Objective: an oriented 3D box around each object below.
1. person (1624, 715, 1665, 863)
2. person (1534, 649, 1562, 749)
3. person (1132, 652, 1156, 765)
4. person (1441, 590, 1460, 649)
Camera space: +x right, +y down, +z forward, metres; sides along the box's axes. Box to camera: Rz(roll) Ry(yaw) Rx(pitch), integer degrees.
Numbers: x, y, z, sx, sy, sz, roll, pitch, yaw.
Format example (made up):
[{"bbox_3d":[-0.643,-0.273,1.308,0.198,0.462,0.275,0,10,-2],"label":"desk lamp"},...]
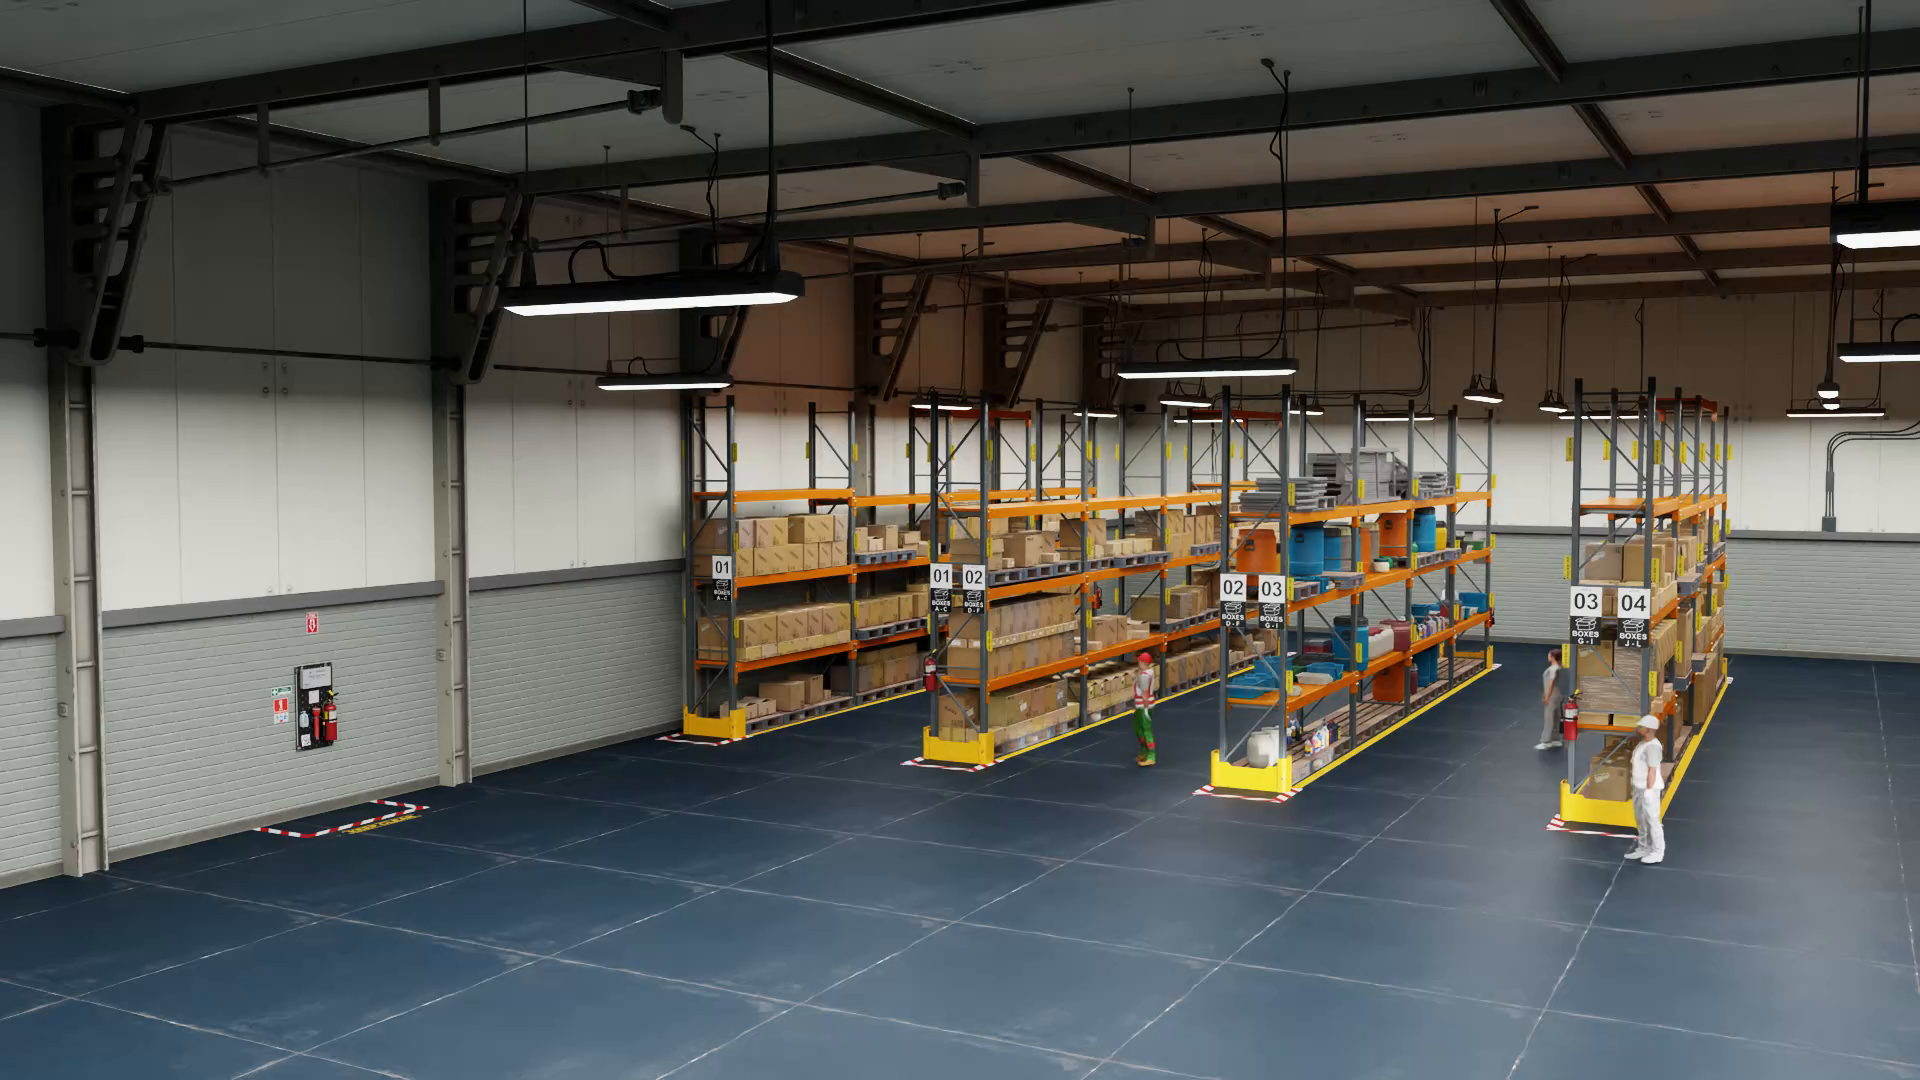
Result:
[{"bbox_3d":[8.389,3.042,20.364,0.391,1.815,0.652,0,3,-2],"label":"person"},{"bbox_3d":[9.989,2.688,28.225,0.502,1.699,0.458,0,3,7],"label":"person"},{"bbox_3d":[2.953,2.693,26.664,0.367,1.809,0.694,0,3,4],"label":"person"},{"bbox_3d":[12.477,1.887,42.395,0.557,1.809,0.539,1,3,26],"label":"person"}]
